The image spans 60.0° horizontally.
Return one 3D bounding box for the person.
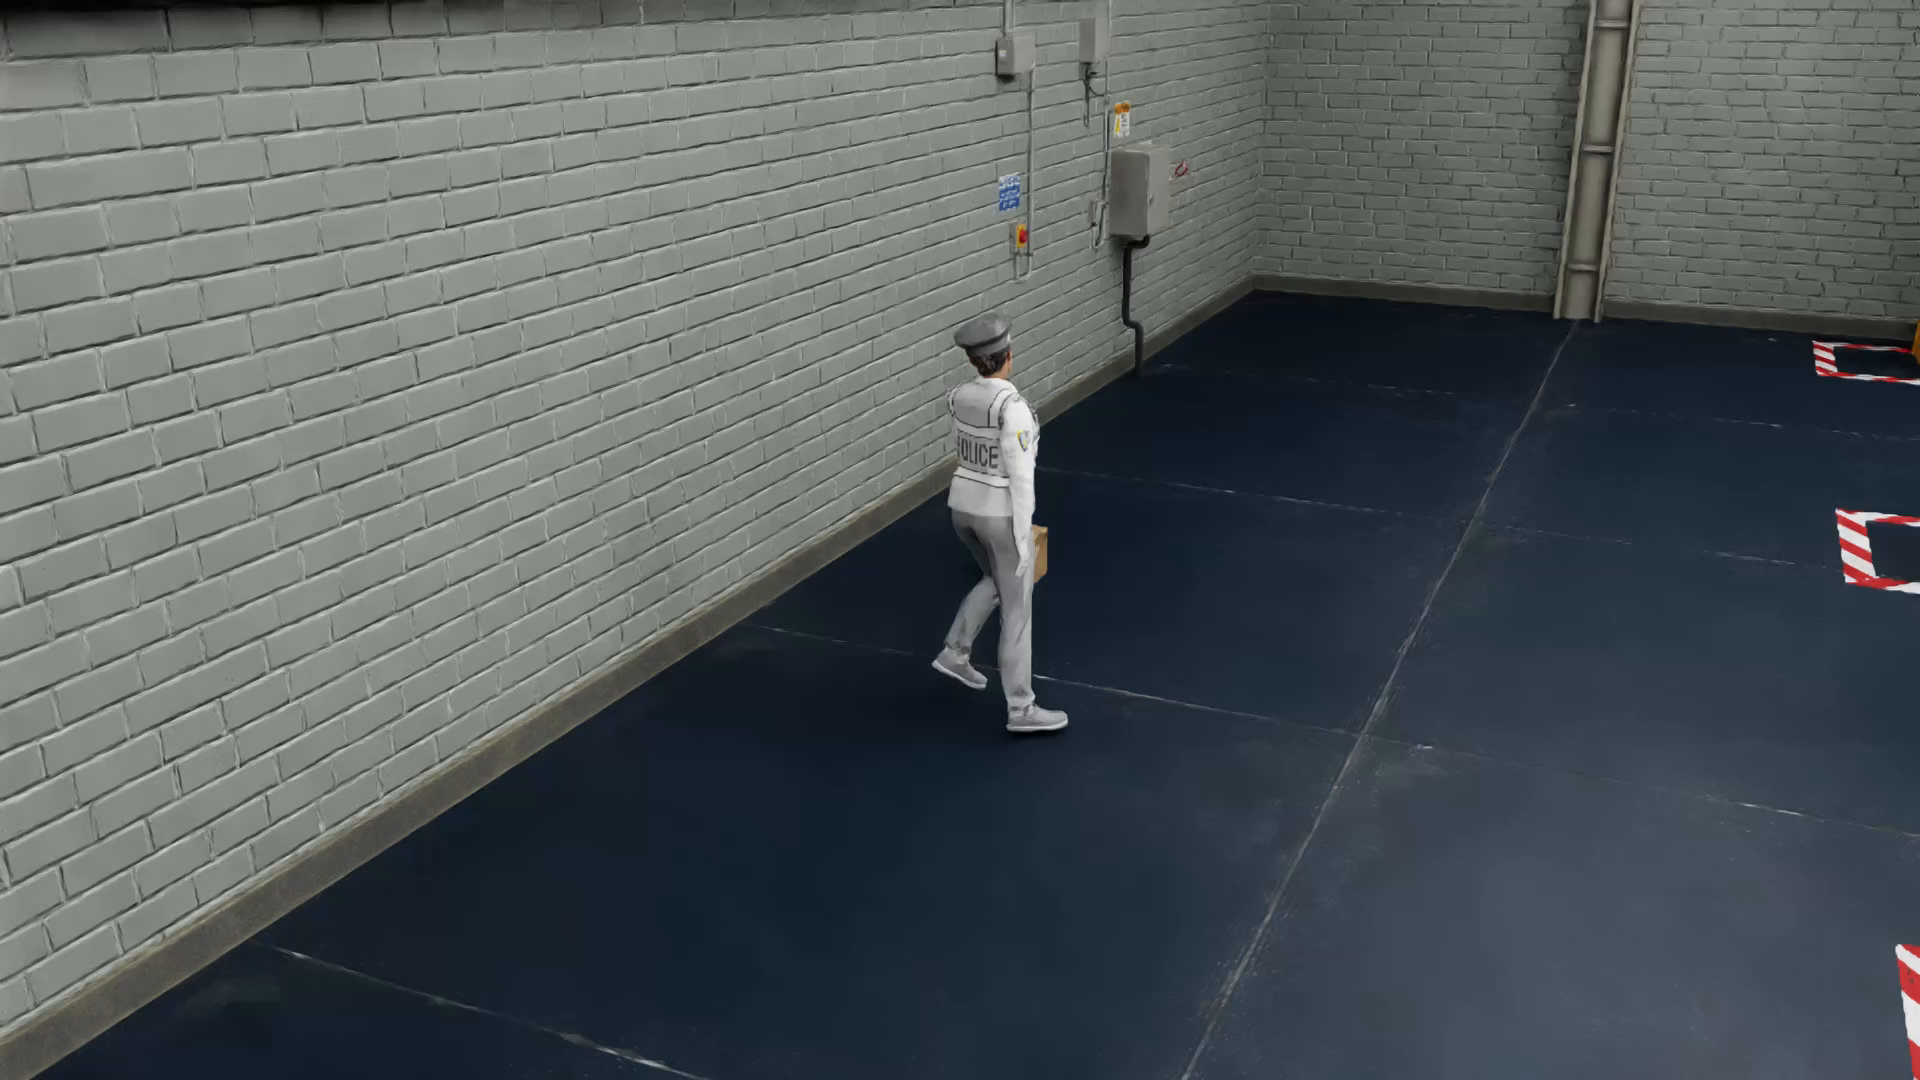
[{"bbox_3d":[0.201,-0.071,6.736,0.417,1.664,0.606,-17,25,-40],"label":"person"}]
